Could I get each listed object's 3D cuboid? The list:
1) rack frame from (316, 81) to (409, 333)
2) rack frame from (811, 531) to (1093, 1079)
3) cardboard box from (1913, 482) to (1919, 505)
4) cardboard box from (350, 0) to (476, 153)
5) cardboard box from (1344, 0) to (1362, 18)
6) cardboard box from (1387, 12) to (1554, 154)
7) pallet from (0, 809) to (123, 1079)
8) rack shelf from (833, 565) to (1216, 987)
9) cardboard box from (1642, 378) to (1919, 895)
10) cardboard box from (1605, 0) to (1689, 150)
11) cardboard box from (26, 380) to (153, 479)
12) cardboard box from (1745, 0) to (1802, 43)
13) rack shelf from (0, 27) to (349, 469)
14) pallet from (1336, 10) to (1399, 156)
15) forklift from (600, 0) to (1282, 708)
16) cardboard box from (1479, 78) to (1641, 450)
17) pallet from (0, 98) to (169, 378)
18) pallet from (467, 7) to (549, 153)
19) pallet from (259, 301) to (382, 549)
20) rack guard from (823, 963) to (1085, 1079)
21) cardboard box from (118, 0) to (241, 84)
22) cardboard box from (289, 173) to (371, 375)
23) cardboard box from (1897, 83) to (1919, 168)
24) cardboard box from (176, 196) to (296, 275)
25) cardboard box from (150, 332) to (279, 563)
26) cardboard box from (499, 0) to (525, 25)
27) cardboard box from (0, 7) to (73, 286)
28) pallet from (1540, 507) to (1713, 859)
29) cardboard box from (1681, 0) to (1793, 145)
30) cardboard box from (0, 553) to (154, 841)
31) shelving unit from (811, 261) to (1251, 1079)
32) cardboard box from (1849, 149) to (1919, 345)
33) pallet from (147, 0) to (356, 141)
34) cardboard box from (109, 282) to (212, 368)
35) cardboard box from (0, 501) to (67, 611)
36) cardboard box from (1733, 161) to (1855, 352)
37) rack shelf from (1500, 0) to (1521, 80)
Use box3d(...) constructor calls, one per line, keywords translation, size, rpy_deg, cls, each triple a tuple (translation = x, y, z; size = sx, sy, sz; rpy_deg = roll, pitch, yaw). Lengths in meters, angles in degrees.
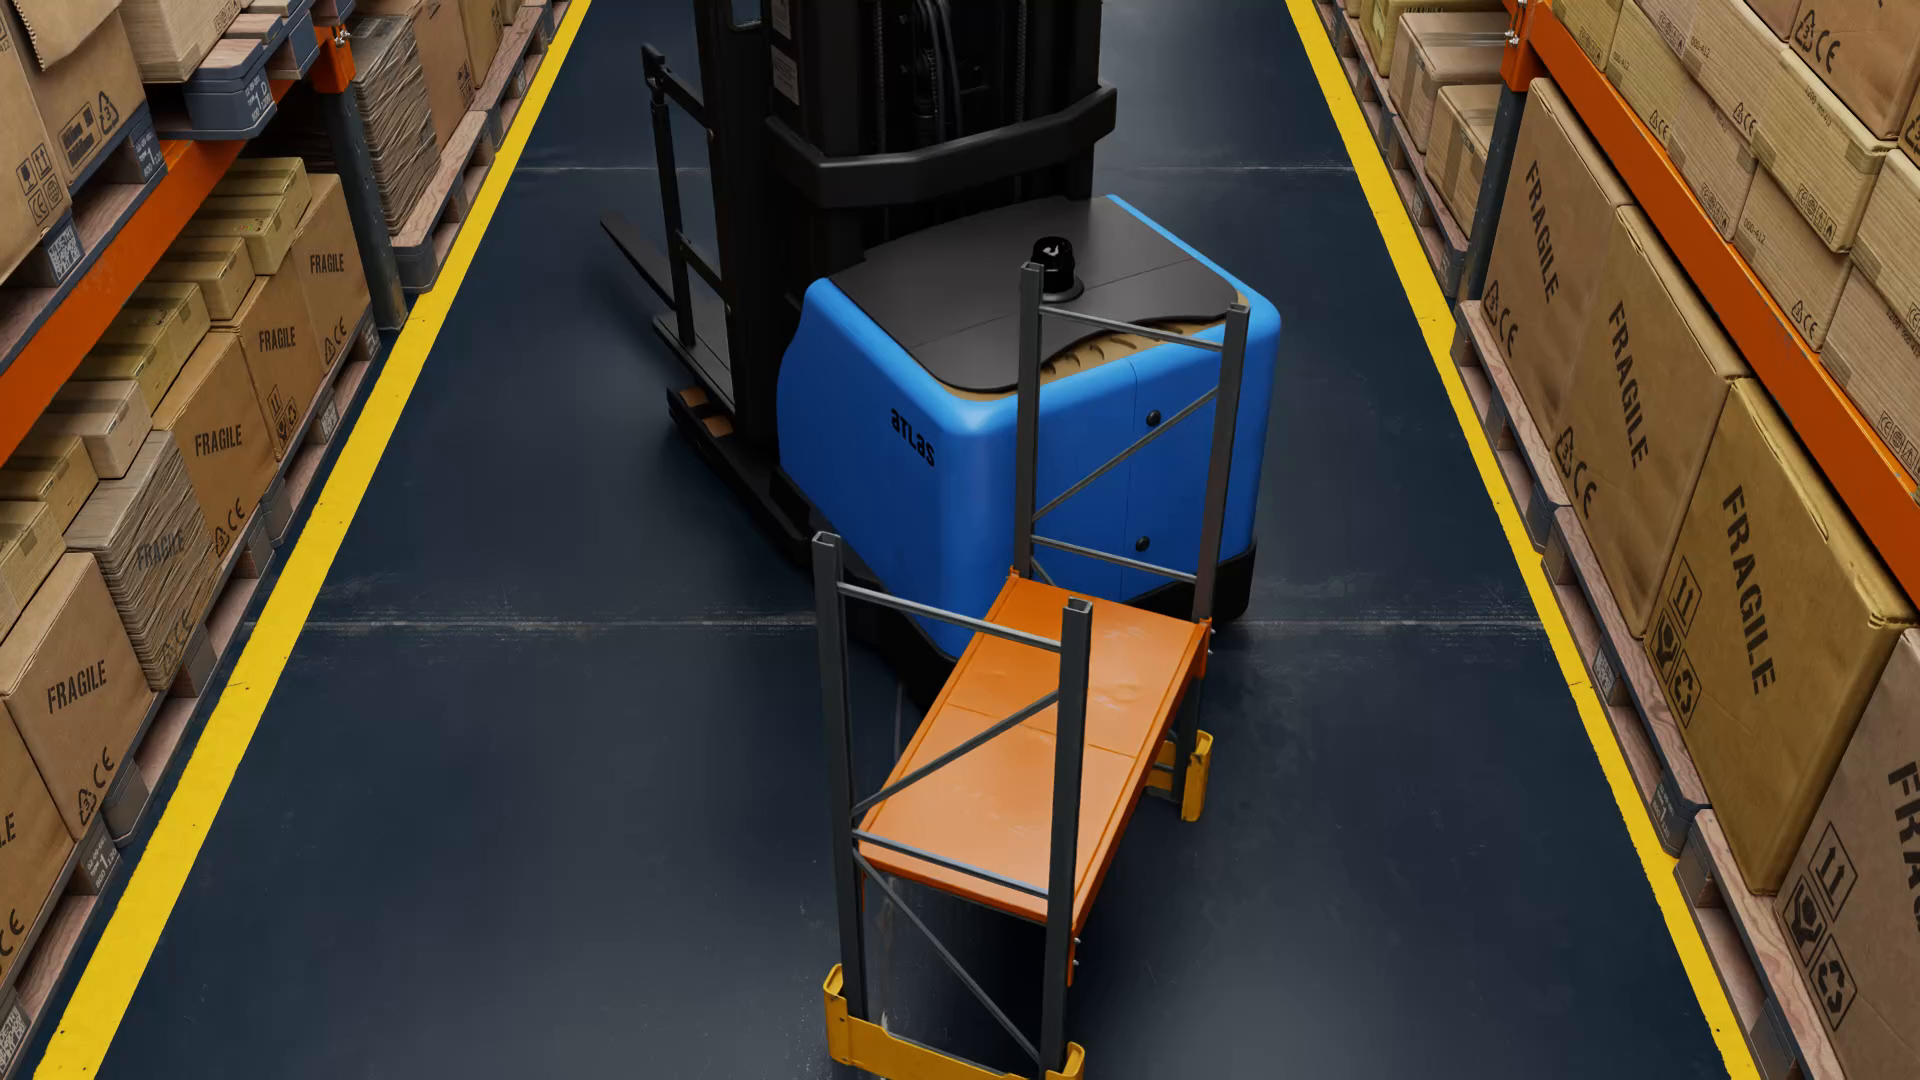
box3d(translation=(-2.591, -1.983, 5.325), size=(1.000, 3.000, 0.127), rpy_deg=(0, 39, 0), cls="rack frame")
box3d(translation=(-0.018, 0.637, 3.256), size=(0.500, 1.500, 0.032), rpy_deg=(14, 41, 17), cls="rack frame")
box3d(translation=(2.125, -0.027, 3.005), size=(0.500, 0.250, 0.500), rpy_deg=(-1, 39, -1), cls="cardboard box")
box3d(translation=(-2.587, -2.018, 6.933), size=(0.875, 0.625, 0.625), rpy_deg=(1, 39, 1), cls="cardboard box")
box3d(translation=(2.375, -2.851, 8.174), size=(0.950, 0.372, 0.625), rpy_deg=(2, 39, 3), cls="cardboard box")
box3d(translation=(2.373, -1.942, 7.040), size=(0.950, 0.372, 0.625), rpy_deg=(-1, 39, -1), cls="cardboard box")
box3d(translation=(-2.625, 1.098, 3.711), size=(1.003, 0.211, 1.213), rpy_deg=(0, 39, 0), cls="pallet")
box3d(translation=(0.175, 0.483, 3.735), size=(0.538, 0.185, 1.000), rpy_deg=(14, 41, 17), cls="rack shelf")
box3d(translation=(2.288, 0.226, 3.933), size=(0.875, 0.875, 0.875), rpy_deg=(1, 39, 1), cls="cardboard box")
box3d(translation=(2.140, -1.303, 4.597), size=(0.500, 0.250, 0.500), rpy_deg=(-1, 39, -1), cls="cardboard box")
box3d(translation=(-2.364, -0.286, 4.353), size=(0.380, 0.149, 0.250), rpy_deg=(-2, 39, -2), cls="cardboard box")
box3d(translation=(2.124, -1.475, 3.813), size=(0.500, 0.500, 0.500), rpy_deg=(1, 39, 1), cls="cardboard box")
box3d(translation=(-2.589, -0.451, 3.990), size=(1.077, 0.370, 4.000), rpy_deg=(0, 39, 0), cls="rack shelf")
box3d(translation=(2.375, -2.150, 7.764), size=(1.003, 0.211, 1.213), rpy_deg=(0, 39, 0), cls="pallet")
box3d(translation=(-0.338, -1.532, 4.818), size=(1.130, 2.935, 3.031), rpy_deg=(-21, 43, -24), cls="forklift")
box3d(translation=(2.290, -0.891, 5.327), size=(0.875, 0.875, 0.875), rpy_deg=(0, 39, 0), cls="cardboard box")
box3d(translation=(-2.584, -0.691, 3.868), size=(1.003, 0.211, 1.213), rpy_deg=(0, 39, 0), cls="pallet")
box3d(translation=(-2.551, -2.170, 7.789), size=(1.003, 0.211, 1.213), rpy_deg=(0, 39, 0), cls="pallet")
box3d(translation=(-2.628, -0.427, 5.615), size=(1.003, 0.211, 1.213), rpy_deg=(0, 39, 0), cls="pallet")
box3d(translation=(-0.018, 1.124, 3.648), size=(0.587, 0.250, 0.087), rpy_deg=(14, 41, 17), cls="rack guard")
box3d(translation=(-2.266, -1.428, 4.418), size=(0.500, 0.250, 0.500), rpy_deg=(-2, 39, -2), cls="cardboard box")
box3d(translation=(-2.376, -0.907, 5.646), size=(0.500, 0.500, 0.500), rpy_deg=(1, 39, 1), cls="cardboard box")
box3d(translation=(2.137, -0.836, 3.015), size=(0.500, 0.500, 0.500), rpy_deg=(1, 39, 1), cls="cardboard box")
box3d(translation=(-2.306, -0.945, 5.175), size=(0.380, 0.149, 0.250), rpy_deg=(-2, 39, -2), cls="cardboard box")
box3d(translation=(-2.382, -0.266, 4.847), size=(0.500, 0.500, 0.500), rpy_deg=(2, 39, 2), cls="cardboard box")
box3d(translation=(-2.591, -2.910, 8.045), size=(0.875, 0.625, 0.625), rpy_deg=(0, 39, 0), cls="cardboard box")
box3d(translation=(-2.365, -0.801, 3.436), size=(0.700, 0.500, 0.500), rpy_deg=(0, 39, 0), cls="cardboard box")
box3d(translation=(2.297, 0.354, 4.640), size=(1.003, 0.211, 1.213), rpy_deg=(0, 39, 0), cls="pallet")
box3d(translation=(2.114, -1.173, 4.035), size=(0.500, 0.250, 0.500), rpy_deg=(0, 39, 0), cls="cardboard box")
box3d(translation=(-2.369, 0.383, 4.037), size=(0.500, 0.500, 0.500), rpy_deg=(-1, 39, -1), cls="cardboard box")
box3d(translation=(0.172, 0.348, 3.616), size=(0.587, 1.500, 1.083), rpy_deg=(14, 41, 17), cls="shelving unit")
box3d(translation=(2.119, -0.536, 3.240), size=(0.500, 0.250, 0.500), rpy_deg=(1, 39, 1), cls="cardboard box")
box3d(translation=(-2.520, -1.484, 4.856), size=(1.213, 0.211, 1.003), rpy_deg=(0, 39, 0), cls="pallet")
box3d(translation=(-2.395, -0.615, 4.763), size=(0.380, 0.149, 0.250), rpy_deg=(1, 39, 1), cls="cardboard box")
box3d(translation=(-2.385, 0.036, 3.950), size=(0.380, 0.149, 0.250), rpy_deg=(1, 39, 2), cls="cardboard box")
box3d(translation=(2.139, -0.666, 3.802), size=(0.500, 0.250, 0.500), rpy_deg=(0, 39, 0), cls="cardboard box")
box3d(translation=(2.370, -2.958, 7.118), size=(1.077, 0.370, 4.000), rpy_deg=(0, 39, 0), cls="rack shelf")
